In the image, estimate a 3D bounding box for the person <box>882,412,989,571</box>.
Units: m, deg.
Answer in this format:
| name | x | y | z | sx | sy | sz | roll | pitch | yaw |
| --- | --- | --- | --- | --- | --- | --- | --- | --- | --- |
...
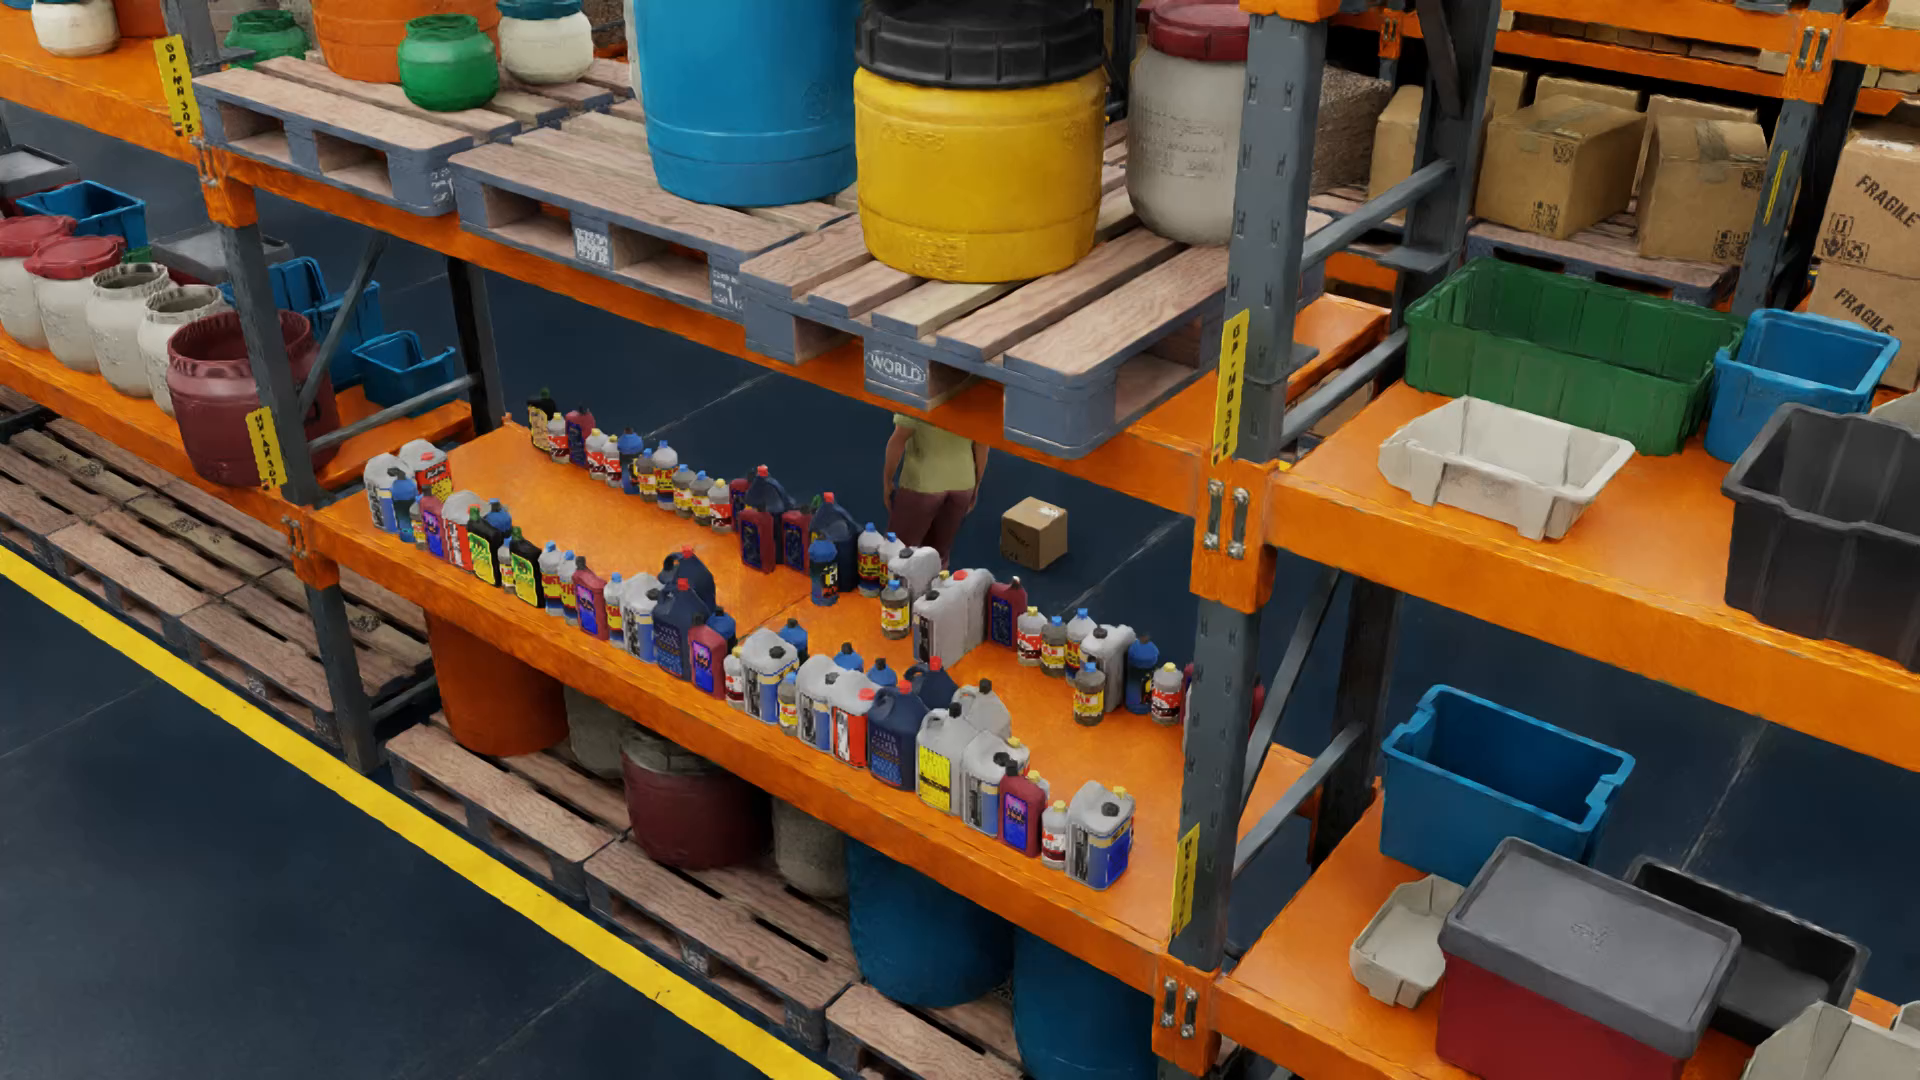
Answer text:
| name | x | y | z | sx | sy | sz | roll | pitch | yaw |
| --- | --- | --- | --- | --- | --- | --- | --- | --- | --- |
| person | -0.079 | -0.204 | 7.469 | 0.498 | 1.655 | 0.683 | -12 | 33 | -19 |
